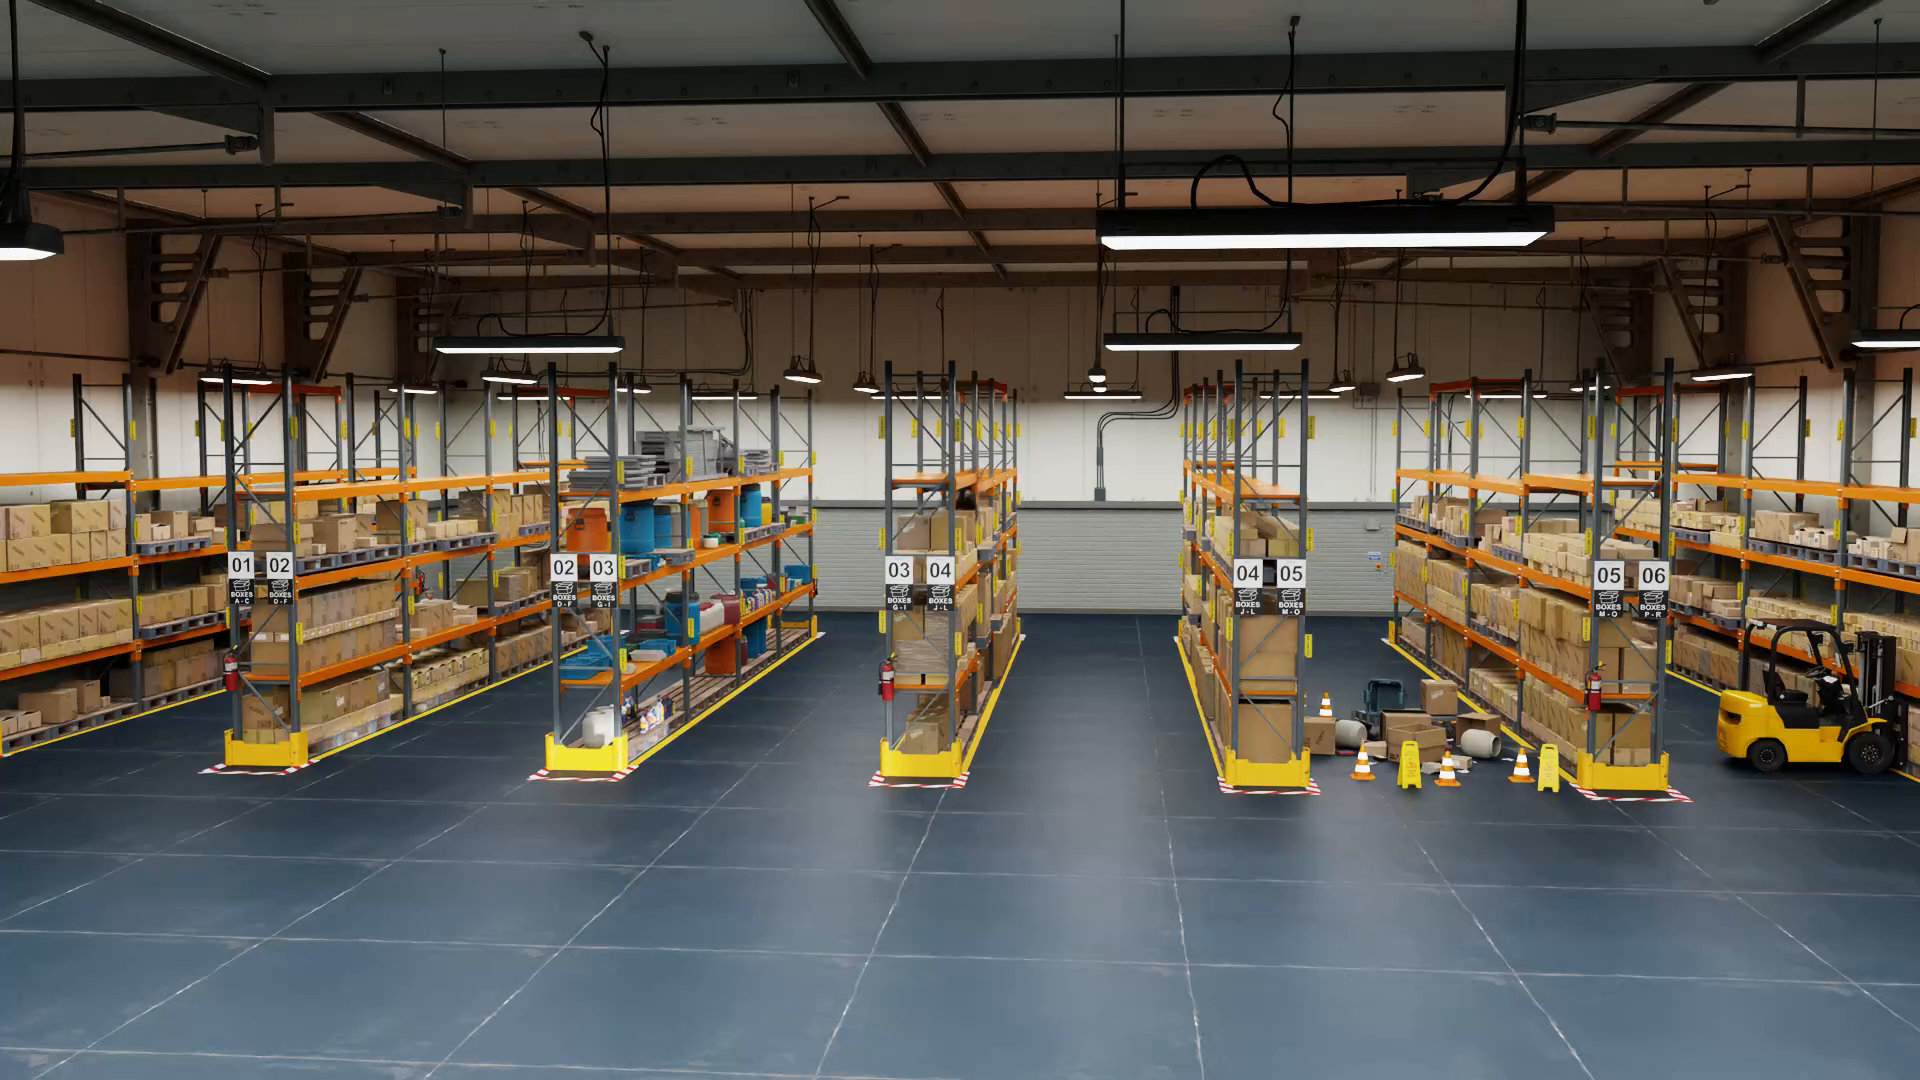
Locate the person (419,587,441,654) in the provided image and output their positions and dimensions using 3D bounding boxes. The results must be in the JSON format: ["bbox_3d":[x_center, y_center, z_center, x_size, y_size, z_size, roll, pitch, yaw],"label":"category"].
[{"bbox_3d":[-11.435,1.835,35.840,0.664,1.666,0.958,0,4,5],"label":"person"}]

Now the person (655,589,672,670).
[{"bbox_3d":[-6.149,1.870,34.964,0.504,1.684,1.012,1,4,10],"label":"person"}]

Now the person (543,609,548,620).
[{"bbox_3d":[-10.269,1.437,41.628,0.597,1.633,1.019,0,4,-2],"label":"person"}]

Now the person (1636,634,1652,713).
[{"bbox_3d":[11.419,2.387,27.846,0.326,1.620,0.506,3,5,38],"label":"person"}]
